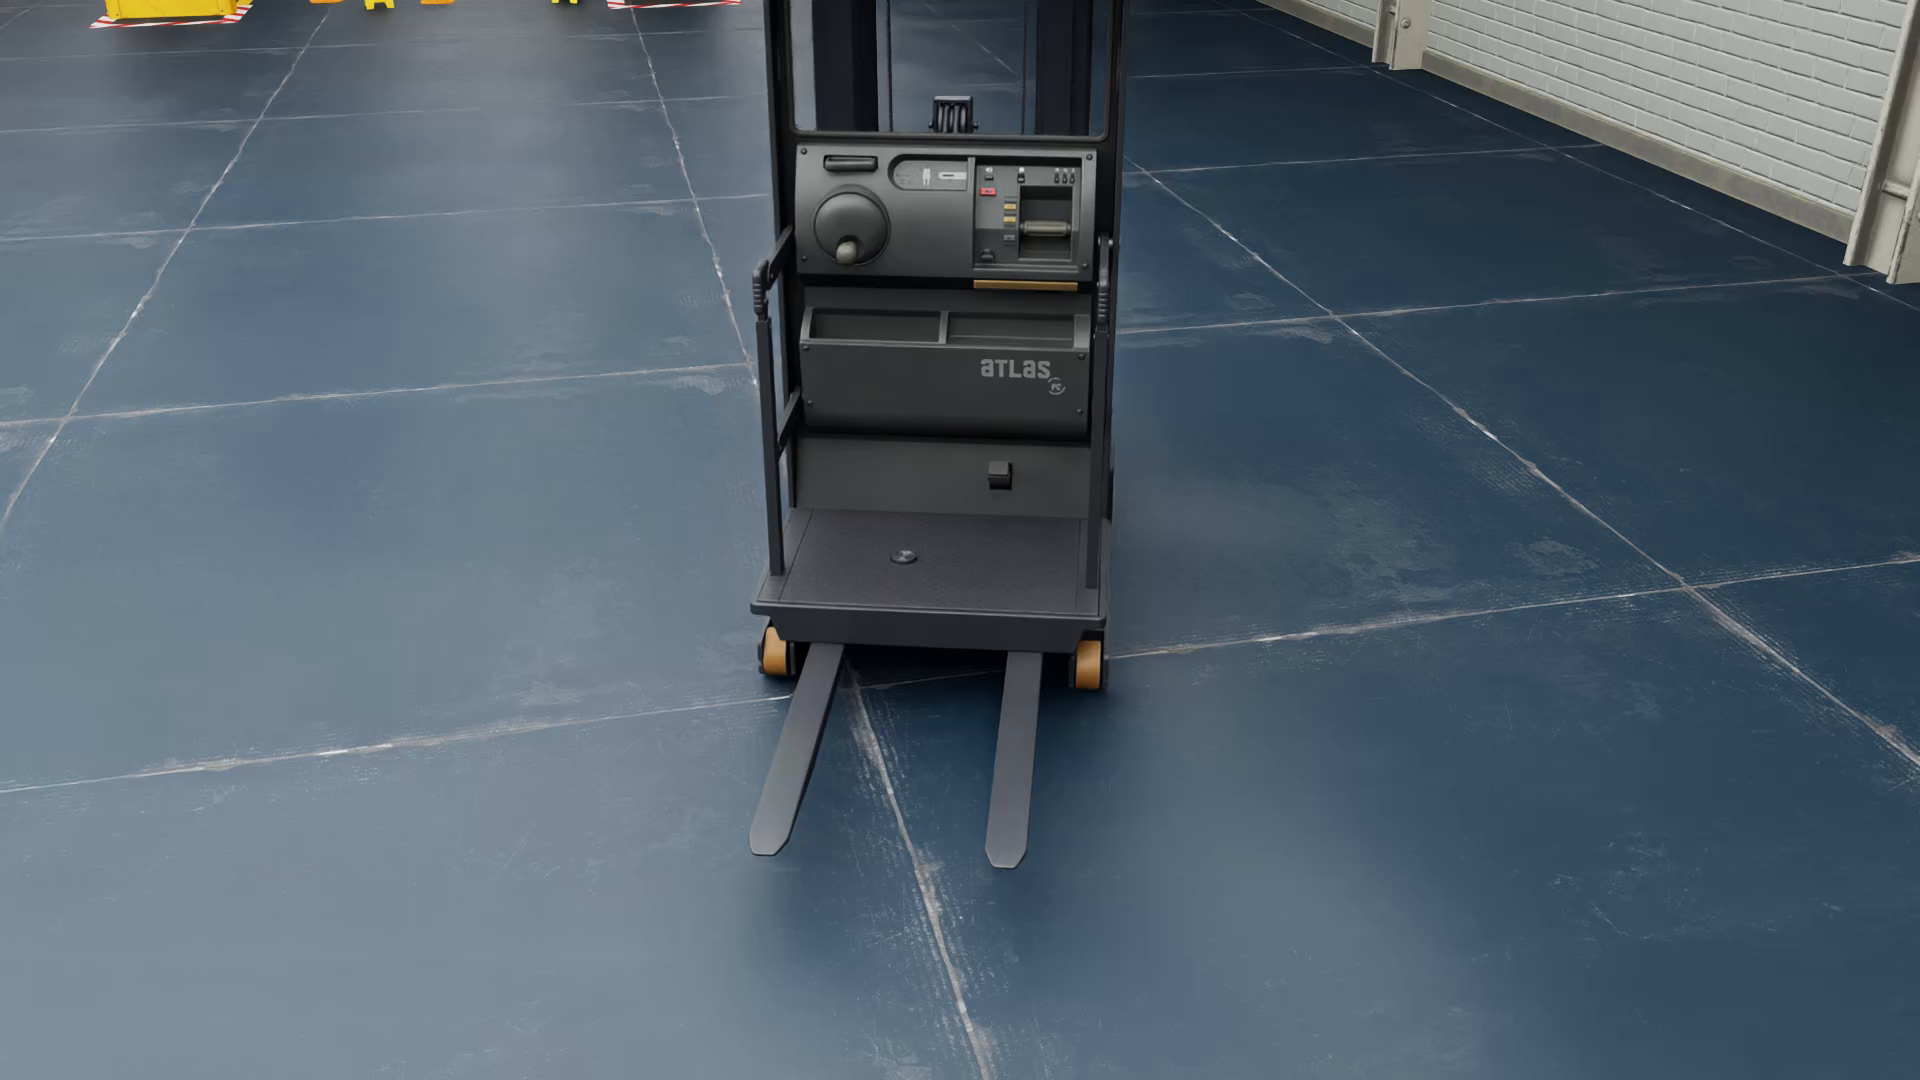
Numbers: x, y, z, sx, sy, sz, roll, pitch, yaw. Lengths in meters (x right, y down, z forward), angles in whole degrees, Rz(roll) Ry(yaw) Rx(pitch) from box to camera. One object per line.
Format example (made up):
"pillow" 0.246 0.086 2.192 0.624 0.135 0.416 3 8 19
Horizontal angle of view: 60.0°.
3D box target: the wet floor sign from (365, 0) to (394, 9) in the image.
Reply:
"wet floor sign" -5.979 -5.779 16.984 0.267 0.644 0.232 -11 29 -20

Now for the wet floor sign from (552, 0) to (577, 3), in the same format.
"wet floor sign" -4.115 -5.946 17.314 0.267 0.644 0.232 3 27 6

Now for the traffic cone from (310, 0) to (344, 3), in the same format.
"traffic cone" -6.651 -5.887 17.399 0.336 0.463 0.334 -6 27 -12

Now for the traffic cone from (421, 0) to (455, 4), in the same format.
"traffic cone" -5.474 -5.852 17.331 0.336 0.463 0.334 -6 27 -12

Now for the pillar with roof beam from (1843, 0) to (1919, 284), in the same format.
"pillar with roof beam" 0.951 -5.065 6.297 9.100 9.000 0.400 -6 27 -12

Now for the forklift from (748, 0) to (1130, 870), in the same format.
"forklift" -0.062 -0.986 4.950 1.130 2.935 3.031 2 27 4
